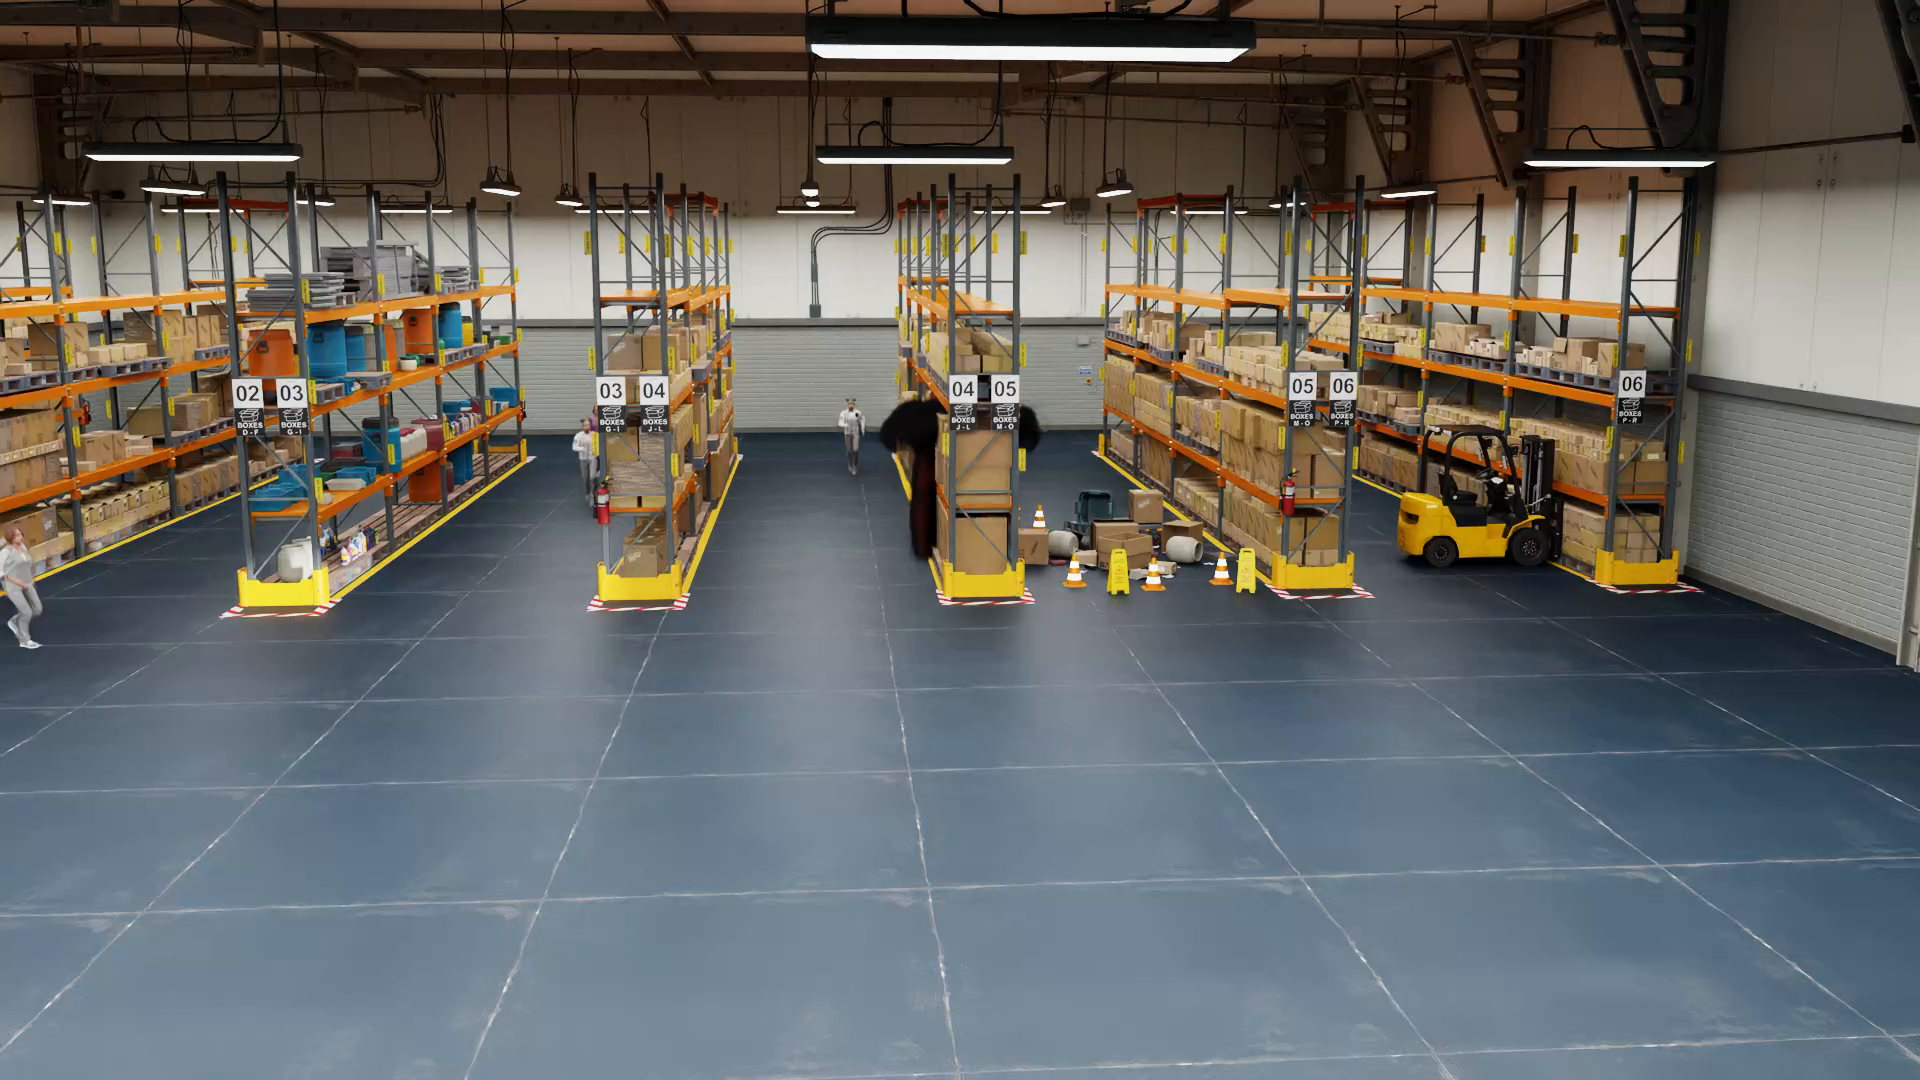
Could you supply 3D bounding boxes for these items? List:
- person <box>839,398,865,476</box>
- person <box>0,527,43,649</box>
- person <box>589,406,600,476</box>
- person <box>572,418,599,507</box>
[{"bbox_3d":[-2.399,-2.302,36.904,0.571,1.735,0.813,0,10,0],"label":"person"},{"bbox_3d":[-11.811,0.604,20.833,0.505,1.563,0.562,3,10,14],"label":"person"},{"bbox_3d":[-8.018,-2.208,36.797,0.518,1.560,0.652,-2,10,-11],"label":"person"},{"bbox_3d":[-7.266,-1.524,32.508,0.564,1.731,0.833,-1,10,-8],"label":"person"}]
